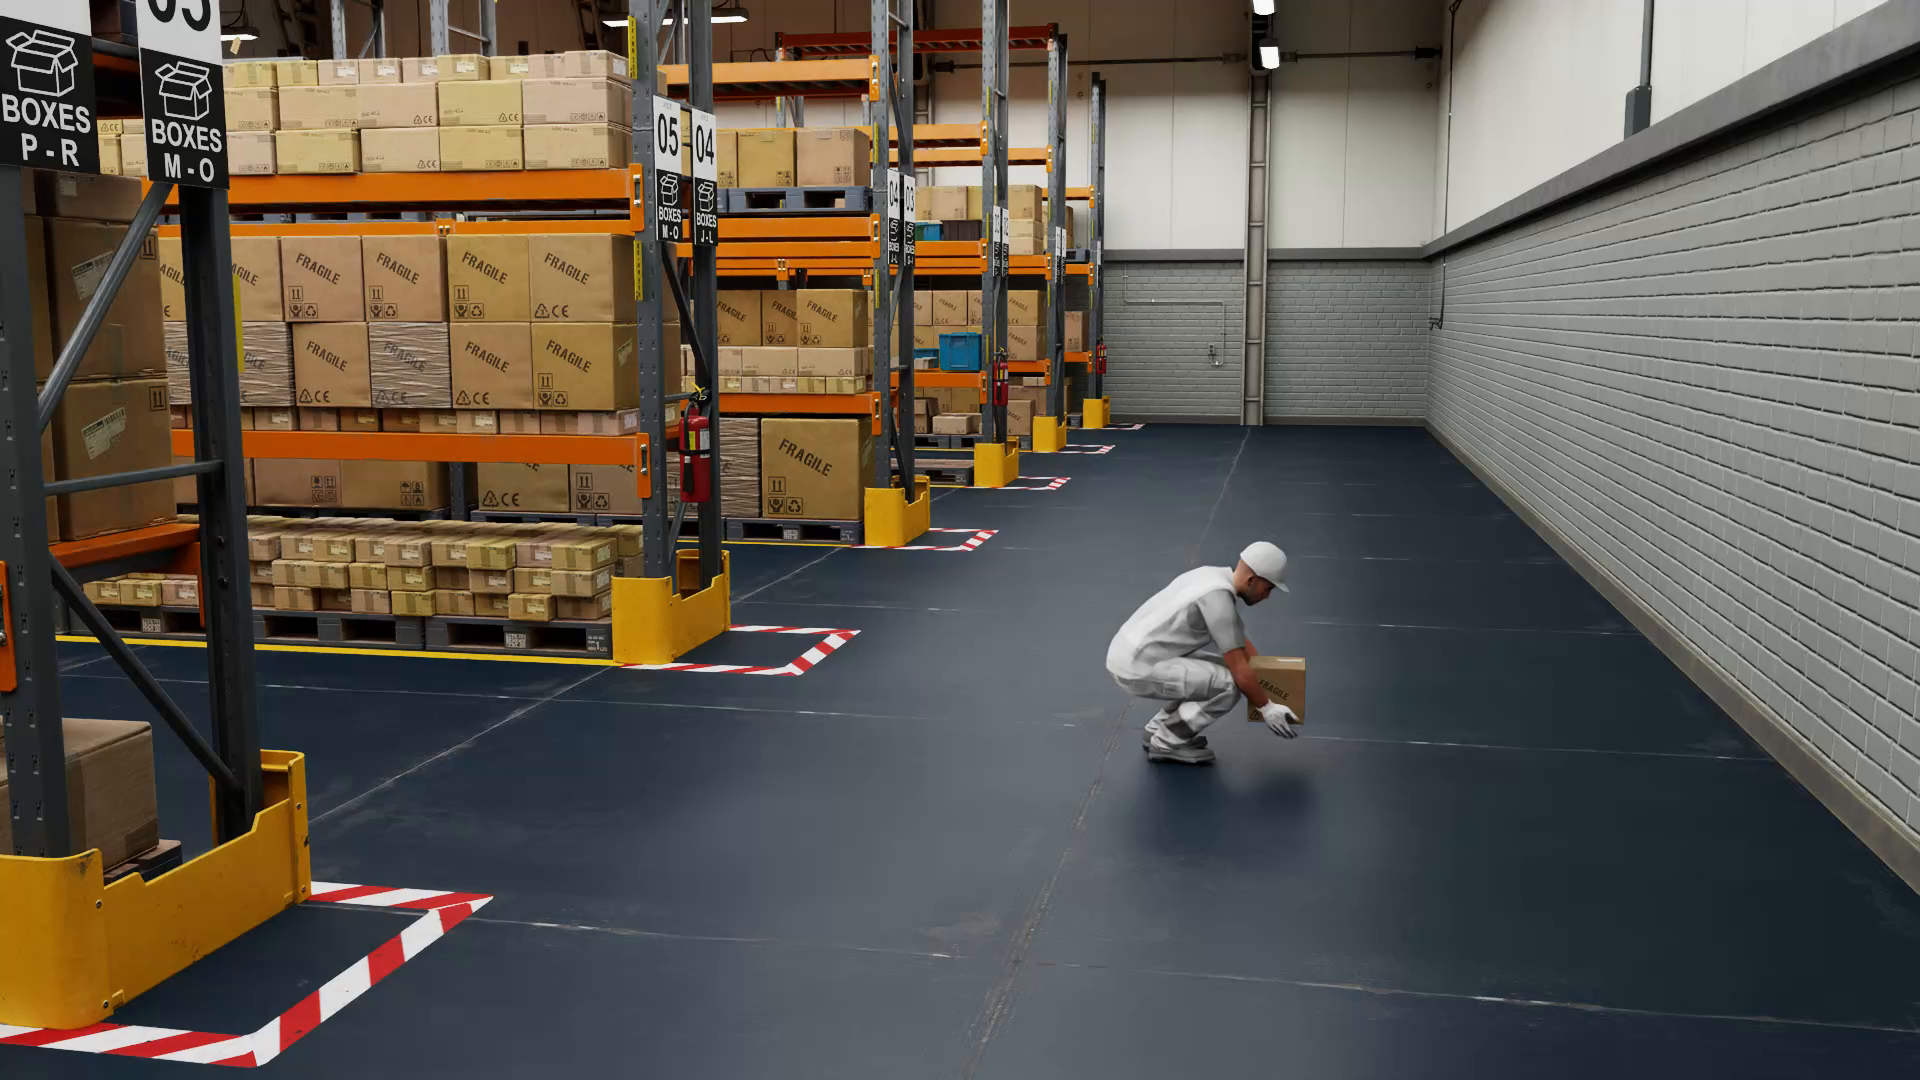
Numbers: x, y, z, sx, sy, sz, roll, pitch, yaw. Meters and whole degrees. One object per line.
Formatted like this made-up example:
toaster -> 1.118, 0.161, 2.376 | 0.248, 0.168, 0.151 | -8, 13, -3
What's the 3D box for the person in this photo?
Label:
person -> 1.105, 0.498, 7.556 | 0.873, 0.992, 0.561 | 2, 8, 11
